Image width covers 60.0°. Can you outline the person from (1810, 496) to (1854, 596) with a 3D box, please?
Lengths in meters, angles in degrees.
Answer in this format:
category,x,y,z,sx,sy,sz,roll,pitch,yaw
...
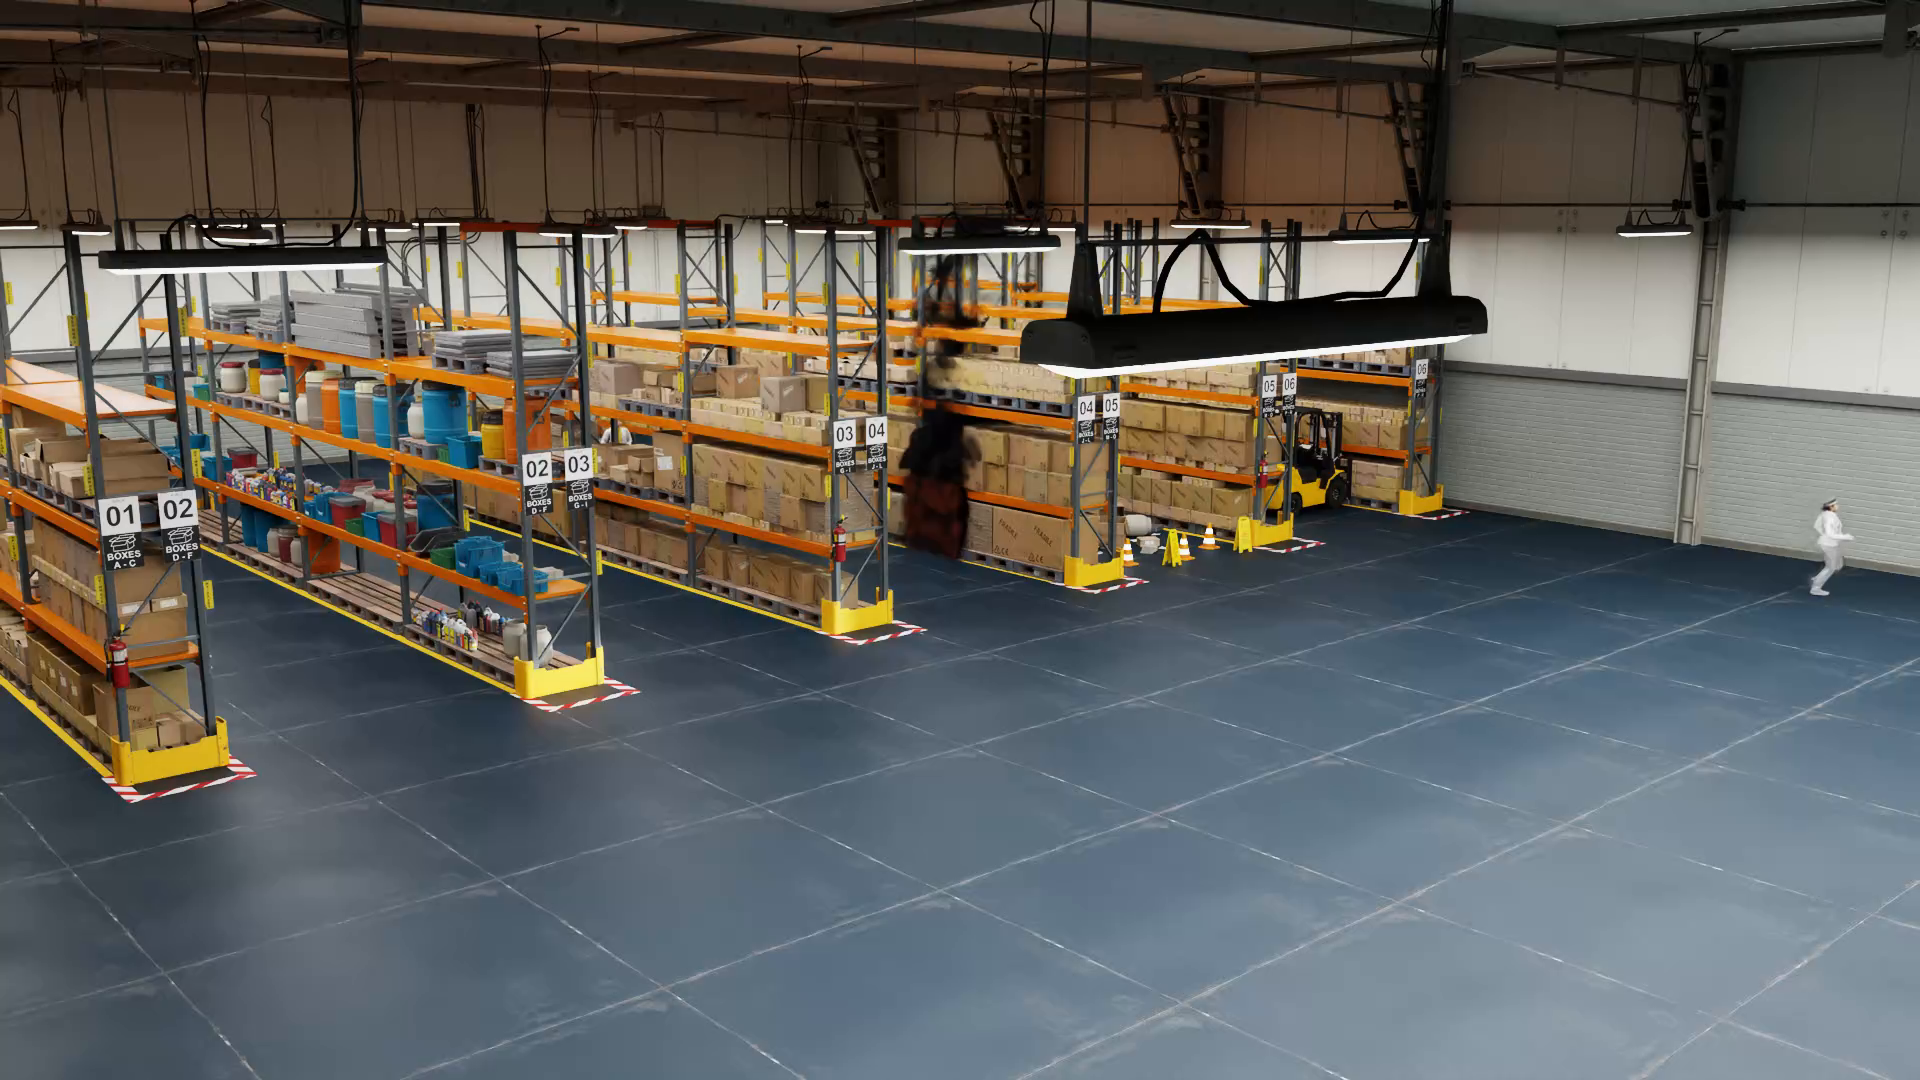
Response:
category,x,y,z,sx,sy,sz,roll,pitch,yaw
person,14.266,0.090,27.175,0.554,1.655,0.602,4,12,20

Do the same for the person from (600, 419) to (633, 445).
category,x,y,z,sx,sy,sz,roll,pitch,yaw
person,-7.589,-1.864,36.821,0.734,1.771,0.790,-9,14,-38
